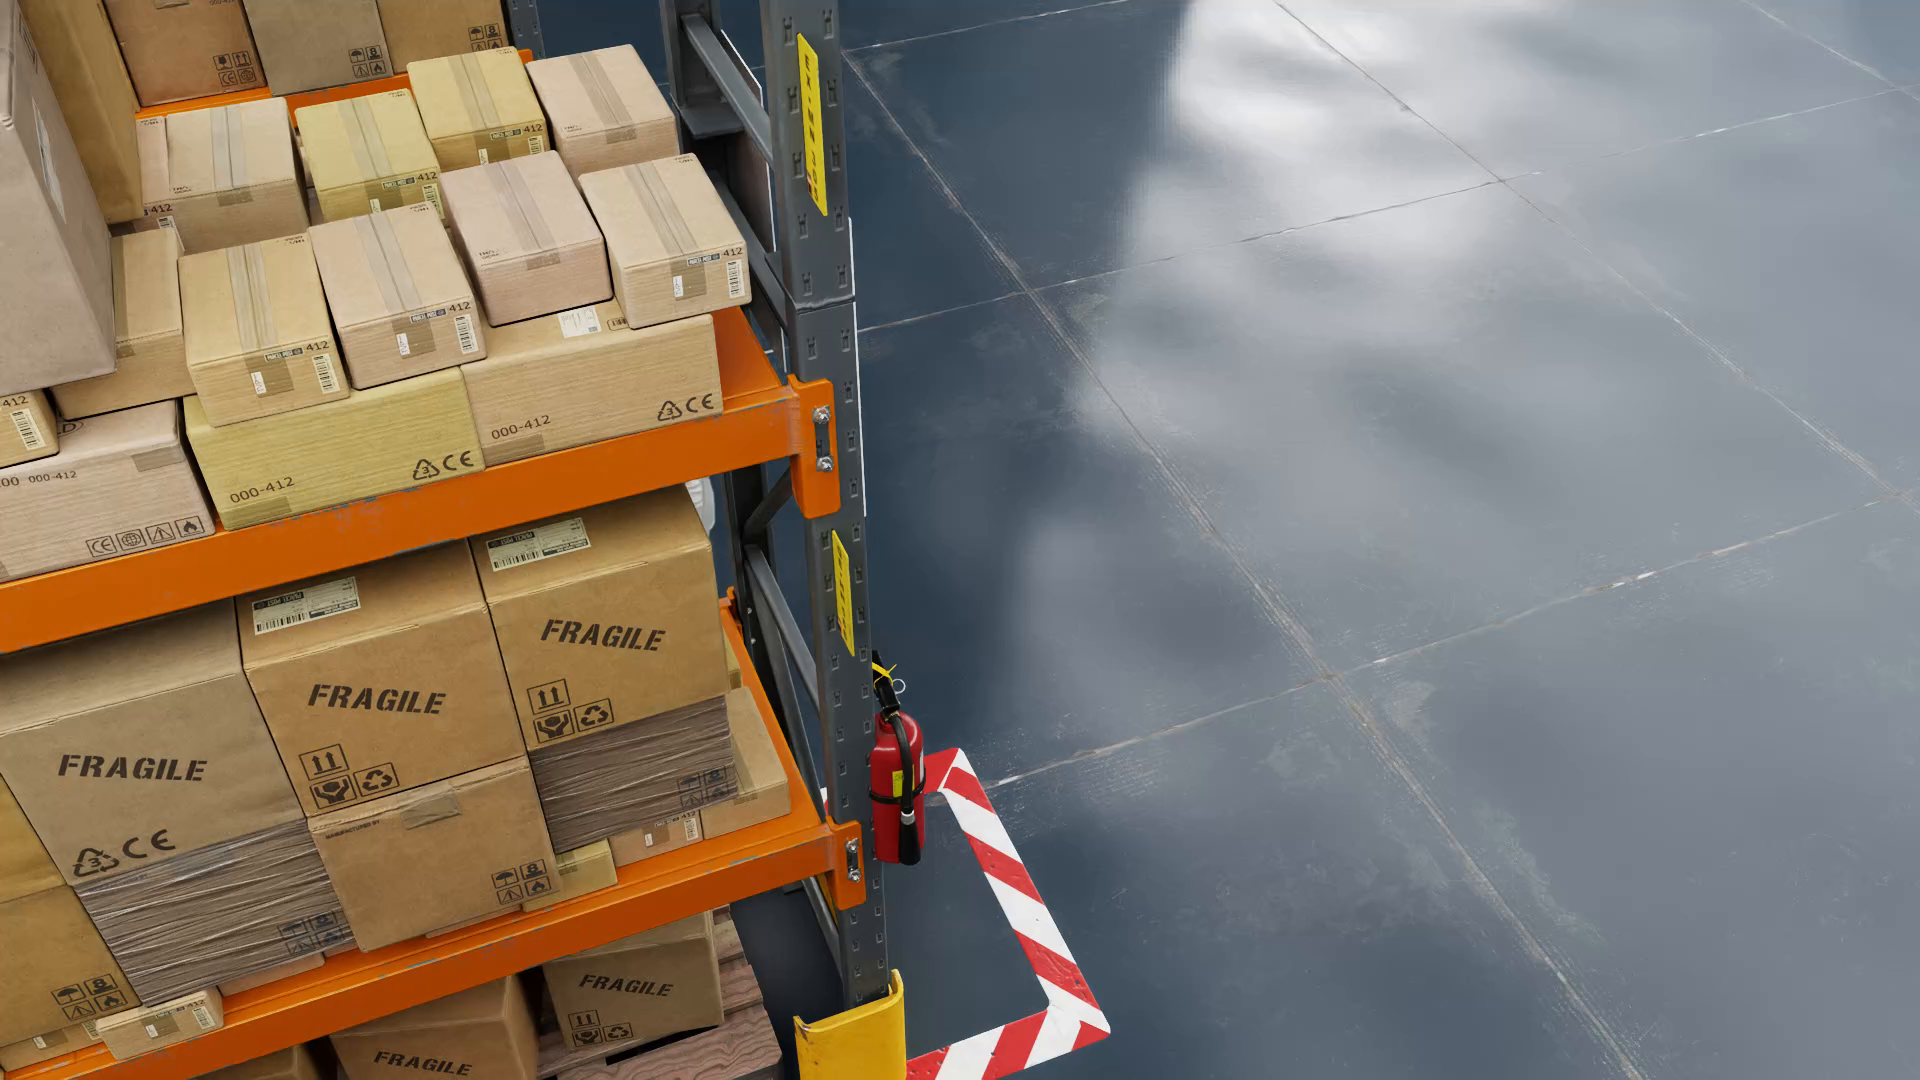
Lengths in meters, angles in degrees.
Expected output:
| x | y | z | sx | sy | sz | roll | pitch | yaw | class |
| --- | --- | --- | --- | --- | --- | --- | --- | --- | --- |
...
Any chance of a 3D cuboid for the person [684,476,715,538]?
| x | y | z | sx | sy | sz | roll | pitch | yaw | class |
| --- | --- | --- | --- | --- | --- | --- | --- | --- | --- |
| -1.105 | -0.069 | 6.241 | 0.341 | 1.596 | 0.455 | -30 | 50 | -28 | person |
